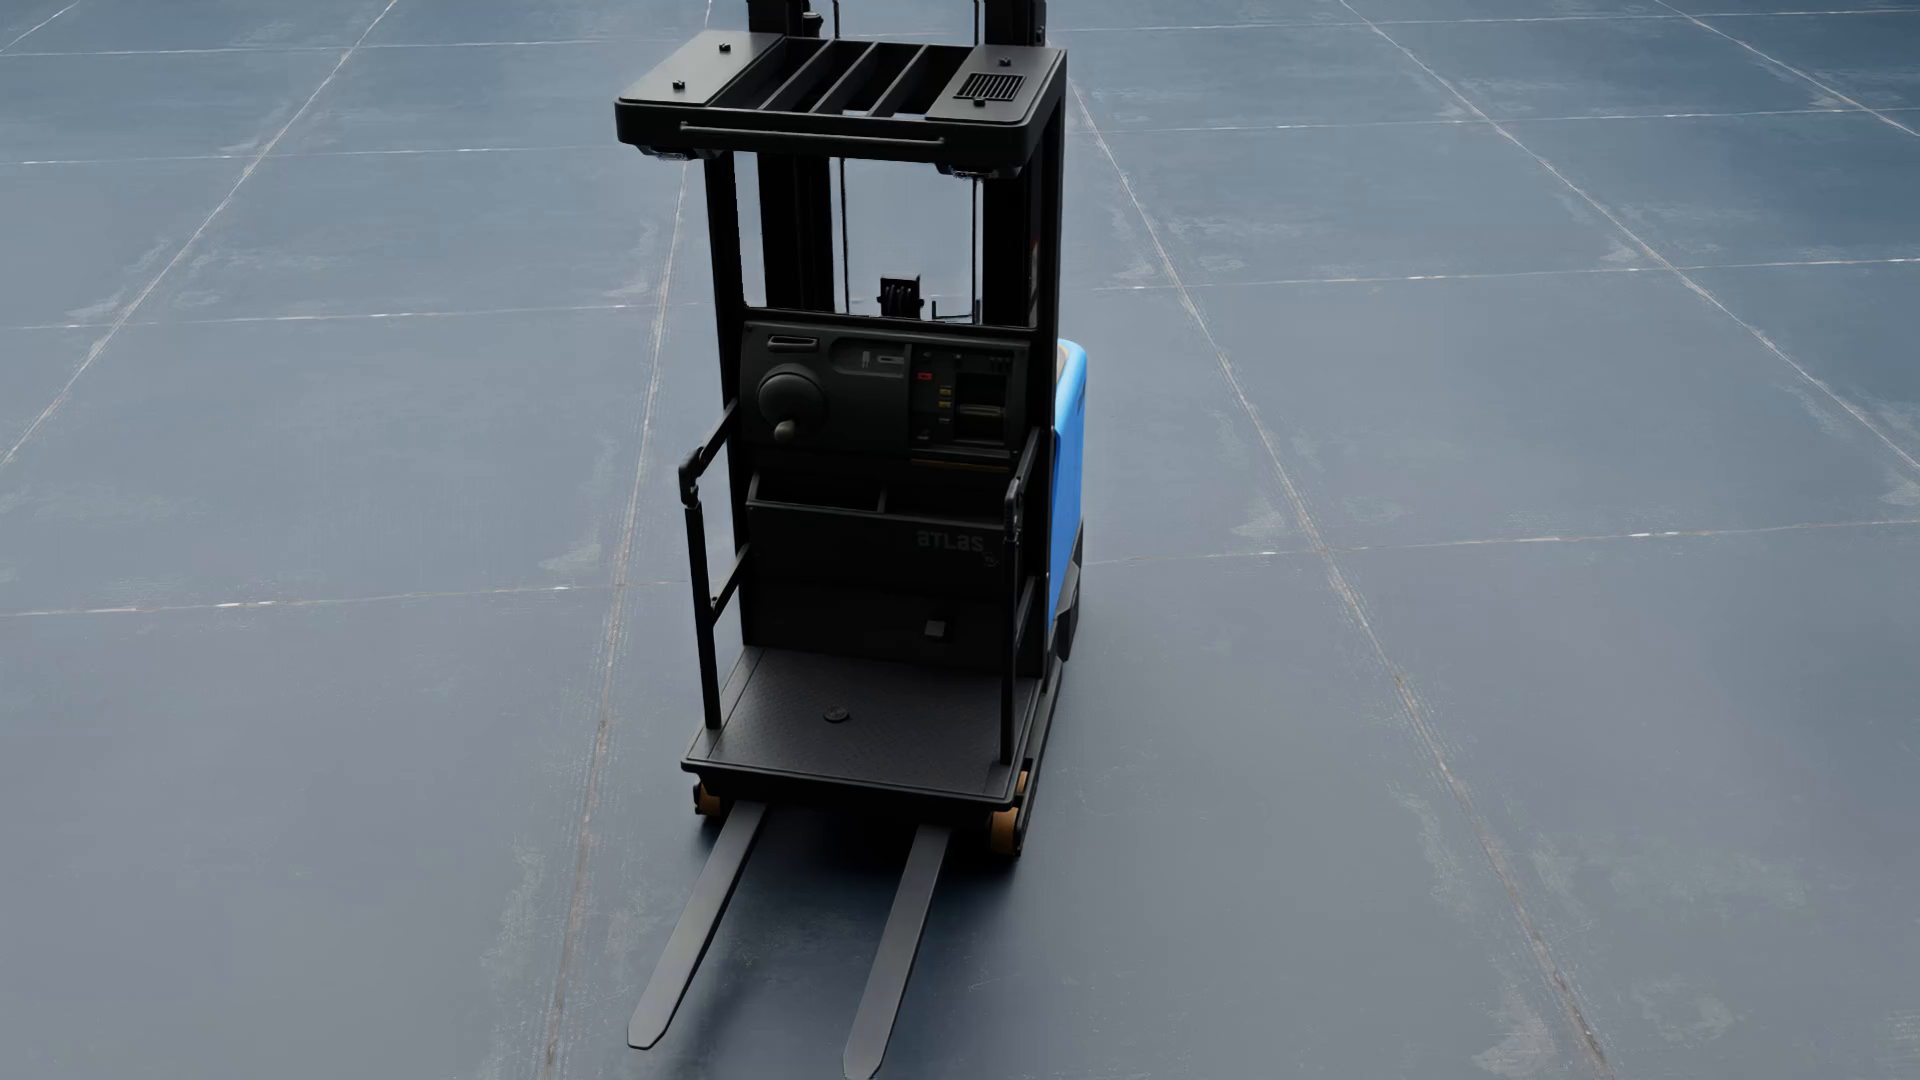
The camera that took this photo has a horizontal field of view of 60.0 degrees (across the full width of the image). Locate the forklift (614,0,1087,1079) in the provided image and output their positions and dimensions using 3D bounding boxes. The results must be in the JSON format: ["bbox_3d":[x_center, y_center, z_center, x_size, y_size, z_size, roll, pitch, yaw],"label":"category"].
[{"bbox_3d":[-0.283,-0.422,5.098,1.130,2.935,3.031,6,31,10],"label":"forklift"}]

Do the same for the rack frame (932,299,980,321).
[{"bbox_3d":[-0.016,-0.540,7.131,0.200,1.050,0.008,-3,31,-5],"label":"rack frame"}]

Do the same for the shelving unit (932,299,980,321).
[{"bbox_3d":[-0.005,-0.478,7.027,0.215,1.050,0.252,-3,31,-5],"label":"shelving unit"}]
